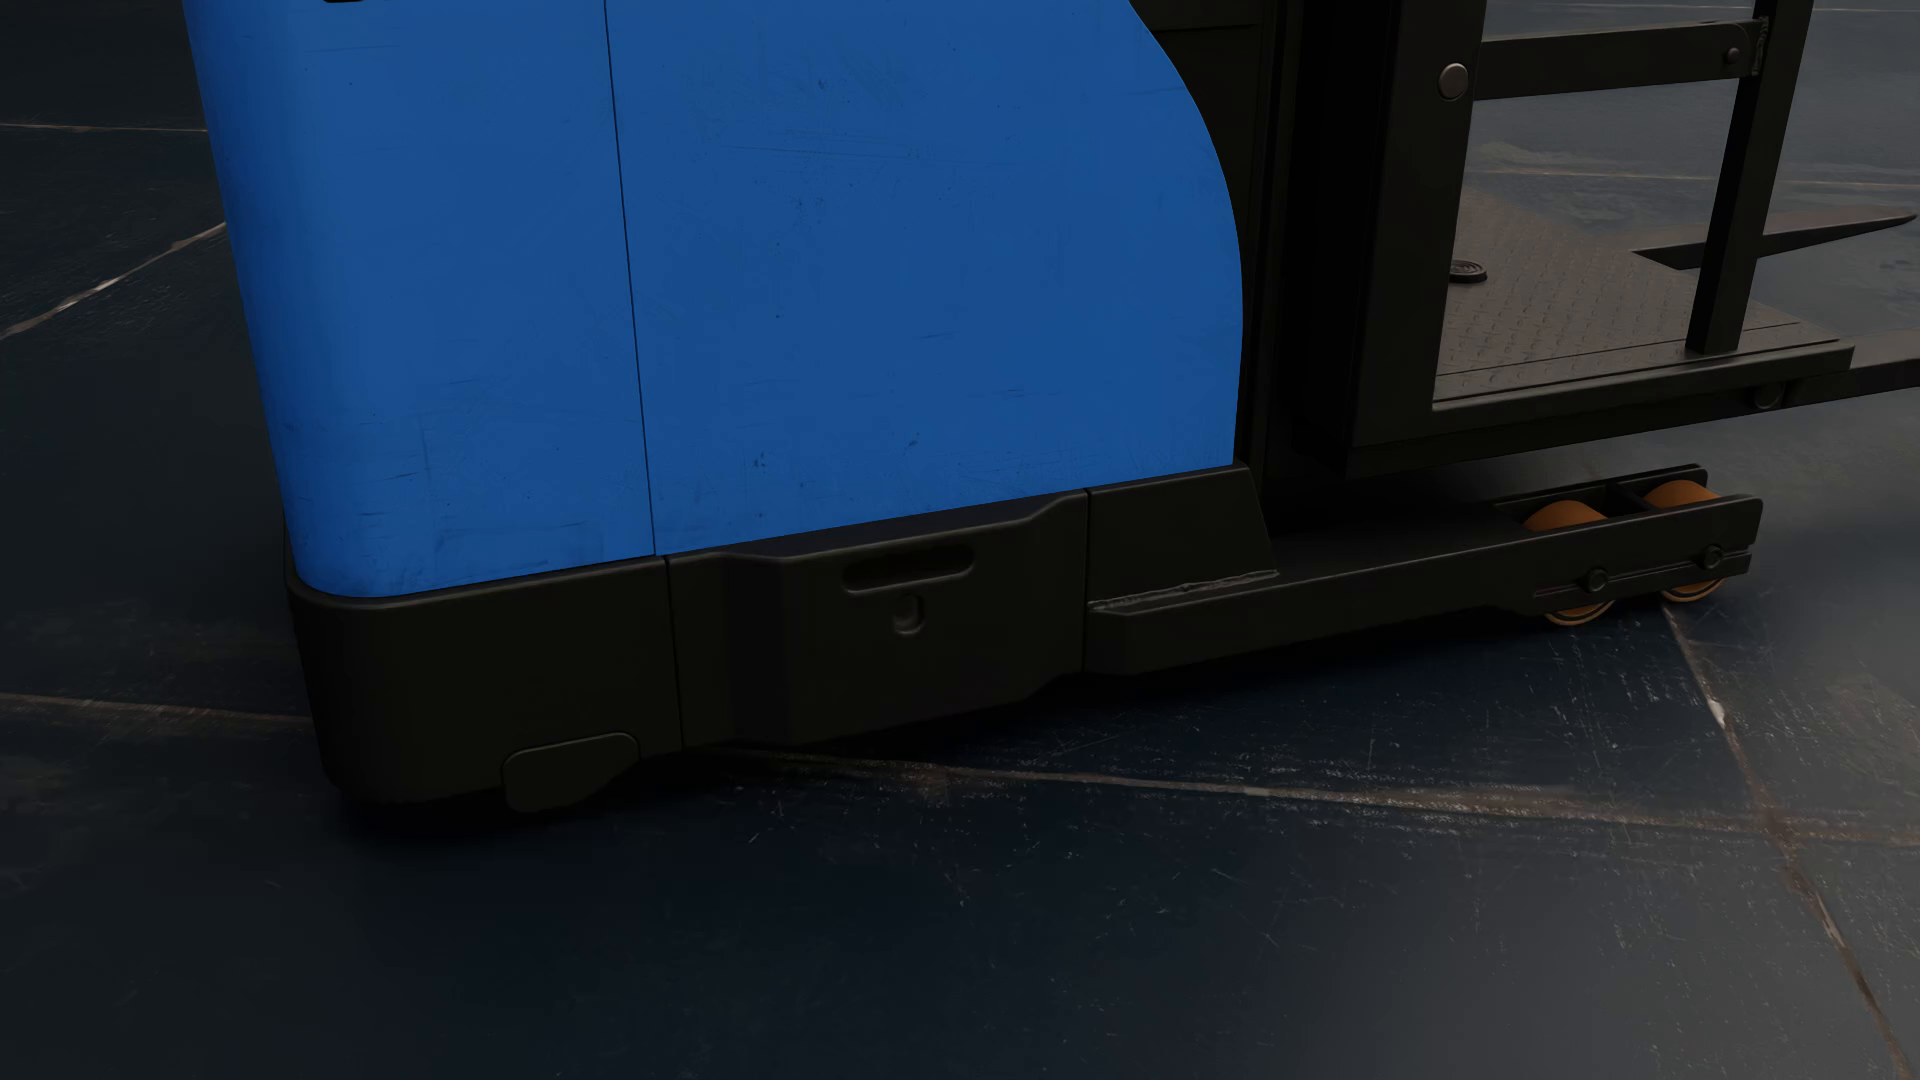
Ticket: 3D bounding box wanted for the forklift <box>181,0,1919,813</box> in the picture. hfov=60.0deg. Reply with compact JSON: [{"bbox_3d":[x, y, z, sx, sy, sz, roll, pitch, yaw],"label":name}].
[{"bbox_3d":[0.572,-1.406,2.035,3.031,2.935,1.130,-9,28,-18],"label":"forklift"}]
